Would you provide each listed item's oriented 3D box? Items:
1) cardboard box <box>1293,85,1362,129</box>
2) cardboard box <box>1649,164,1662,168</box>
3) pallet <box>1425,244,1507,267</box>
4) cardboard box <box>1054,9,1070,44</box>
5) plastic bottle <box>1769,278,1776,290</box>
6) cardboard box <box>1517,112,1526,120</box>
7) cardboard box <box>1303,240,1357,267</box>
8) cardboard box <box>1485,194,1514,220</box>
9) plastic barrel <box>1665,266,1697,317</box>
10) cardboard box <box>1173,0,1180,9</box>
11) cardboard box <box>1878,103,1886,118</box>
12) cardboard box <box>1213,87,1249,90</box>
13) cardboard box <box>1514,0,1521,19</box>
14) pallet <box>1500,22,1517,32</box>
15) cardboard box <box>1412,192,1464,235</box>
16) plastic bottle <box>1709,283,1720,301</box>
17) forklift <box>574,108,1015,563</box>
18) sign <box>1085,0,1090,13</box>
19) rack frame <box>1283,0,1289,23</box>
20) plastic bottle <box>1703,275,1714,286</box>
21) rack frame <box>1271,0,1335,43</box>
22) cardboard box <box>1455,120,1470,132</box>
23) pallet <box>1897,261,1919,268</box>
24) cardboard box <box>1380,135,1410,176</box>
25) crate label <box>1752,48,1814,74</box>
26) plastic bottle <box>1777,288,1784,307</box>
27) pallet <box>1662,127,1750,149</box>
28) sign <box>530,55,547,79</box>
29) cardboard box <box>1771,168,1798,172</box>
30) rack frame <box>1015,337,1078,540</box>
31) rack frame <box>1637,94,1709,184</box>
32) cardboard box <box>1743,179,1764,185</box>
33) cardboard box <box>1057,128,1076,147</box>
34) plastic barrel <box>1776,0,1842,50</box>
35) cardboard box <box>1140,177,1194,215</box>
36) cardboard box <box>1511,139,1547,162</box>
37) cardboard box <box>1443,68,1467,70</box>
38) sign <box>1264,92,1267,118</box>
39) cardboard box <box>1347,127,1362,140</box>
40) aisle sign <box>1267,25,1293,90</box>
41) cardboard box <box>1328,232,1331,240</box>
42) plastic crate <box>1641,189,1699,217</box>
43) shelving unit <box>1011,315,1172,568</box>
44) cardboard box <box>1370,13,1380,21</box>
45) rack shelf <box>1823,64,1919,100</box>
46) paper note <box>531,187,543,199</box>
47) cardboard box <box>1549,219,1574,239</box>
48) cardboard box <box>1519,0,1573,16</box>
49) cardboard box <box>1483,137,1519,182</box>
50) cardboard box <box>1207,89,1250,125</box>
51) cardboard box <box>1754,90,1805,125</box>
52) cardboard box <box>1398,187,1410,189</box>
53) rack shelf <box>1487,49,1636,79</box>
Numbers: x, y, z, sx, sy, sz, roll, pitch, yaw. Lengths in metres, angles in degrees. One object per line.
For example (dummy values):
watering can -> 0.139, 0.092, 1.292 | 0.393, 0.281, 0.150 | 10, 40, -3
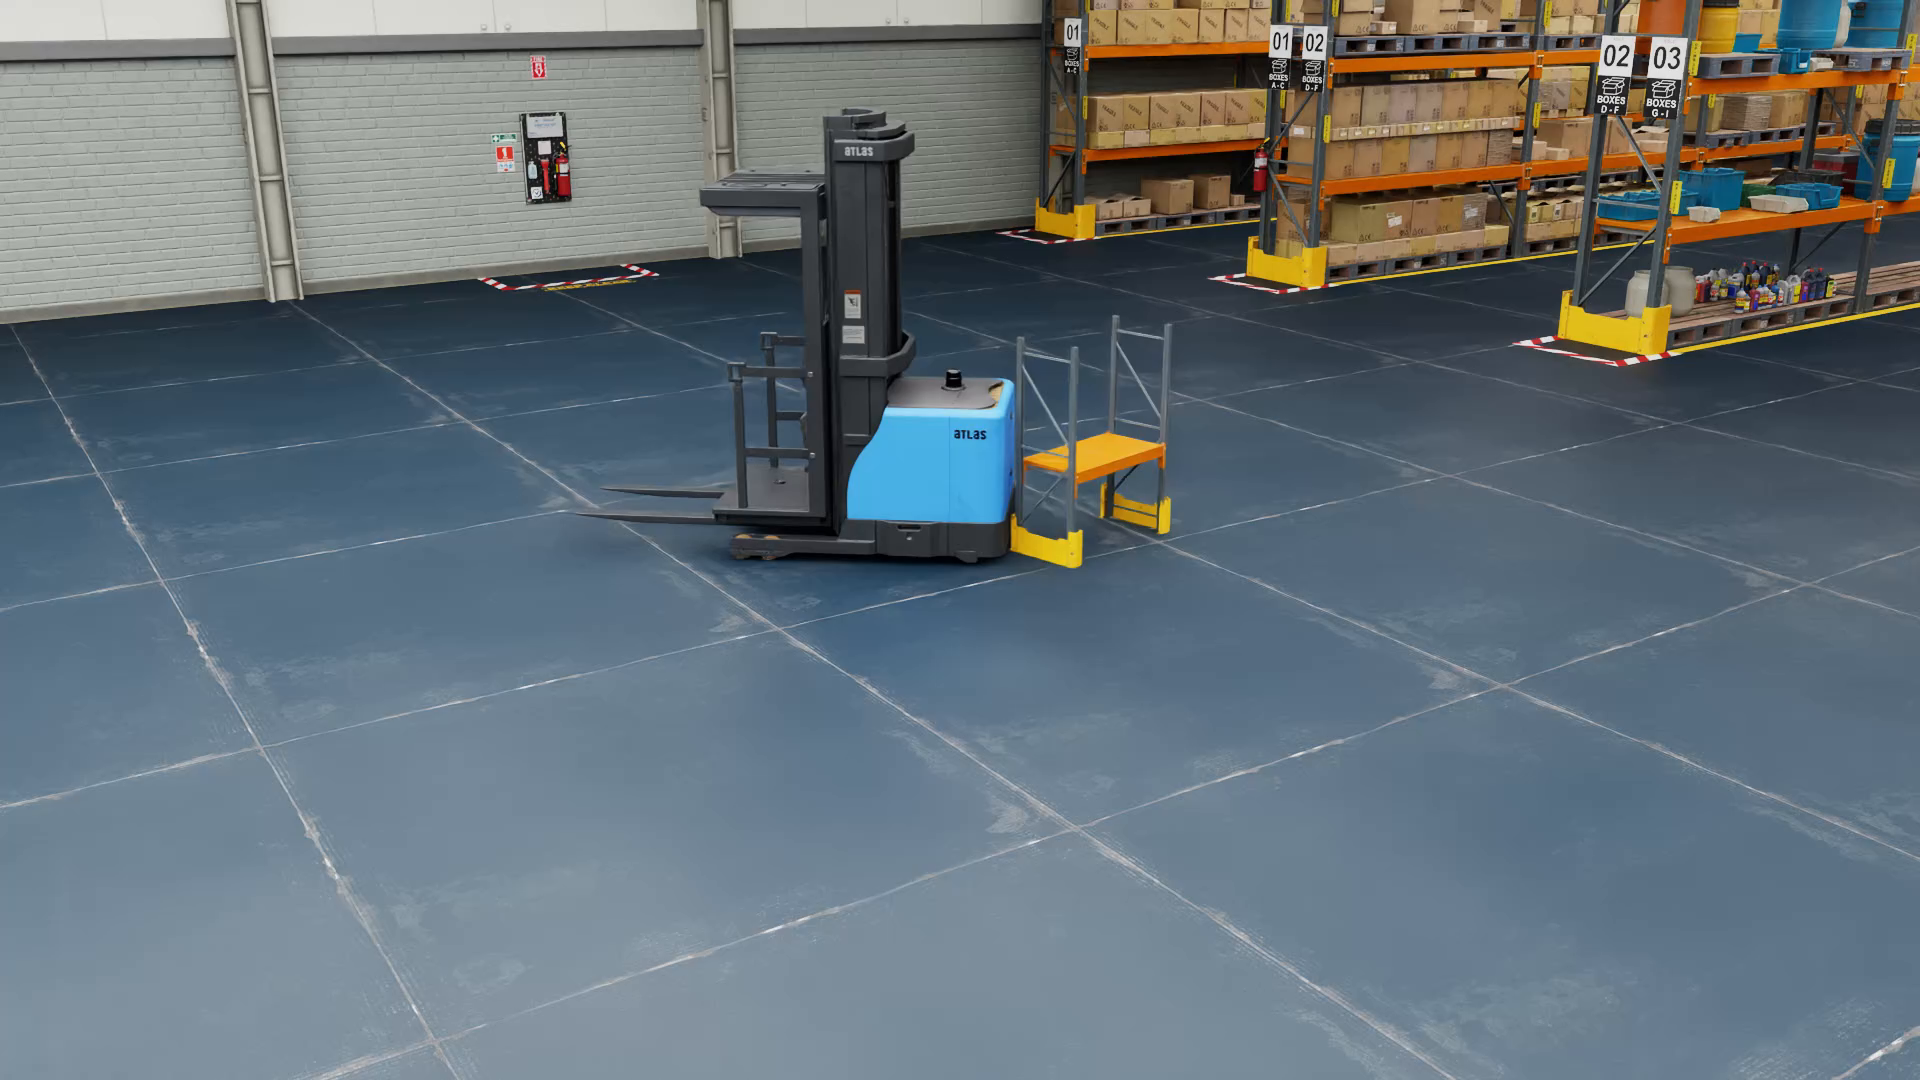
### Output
cardboard box -> 4.727, -5.590, 21.416 | 0.500, 0.500, 0.700 | -12, 22, -31
cardboard box -> 13.554, -7.671, 32.998 | 0.500, 0.500, 0.700 | -13, 22, -33
pallet -> 6.939, -4.095, 23.528 | 1.213, 0.211, 1.003 | -12, 22, -31
cardboard box -> 1.768, -7.784, 25.214 | 0.500, 0.500, 0.500 | -10, 21, -28
plastic bottle -> 9.342, -2.861, 19.077 | 0.133, 0.283, 0.061 | -12, 22, -31
cardboard box -> 10.141, -7.778, 30.429 | 0.250, 0.149, 0.380 | -11, 22, -30
cardboard box -> 4.856, -3.772, 21.855 | 0.500, 0.250, 0.500 | -12, 22, -31
cardboard box -> 7.807, -4.855, 24.184 | 0.500, 0.311, 0.500 | -12, 22, -31
plastic barrel -> 7.933, -2.760, 18.453 | 0.421, 0.512, 0.421 | 0, 19, 0
cardboard box -> 3.072, -8.529, 25.856 | 0.500, 0.500, 0.500 | -12, 22, -31
cardboard box -> 15.310, -7.109, 27.934 | 0.500, 0.500, 0.500 | -11, 22, -30
cardboard box -> 4.392, -7.136, 27.201 | 0.500, 0.500, 0.500 | -13, 22, -33
cardboard box -> 9.902, -9.643, 30.058 | 0.500, 0.500, 0.700 | -12, 22, -31
pallet -> 9.681, -9.231, 29.976 | 1.213, 0.211, 1.003 | -11, 21, -29
cardboard box -> 6.520, -4.482, 22.786 | 0.500, 0.500, 0.500 | -12, 22, -31
plastic bottle -> 8.725, -2.870, 19.232 | 0.097, 0.201, 0.097 | 0, 19, 0
forklift -> -1.153, -1.417, 11.358 | 3.031, 2.935, 1.130 | 2, 19, 6
sign -> 1.857, -7.855, 24.246 | 0.005, 0.325, 0.100 | -12, 22, -31
rack frame -> 4.899, -9.711, 26.419 | 0.127, 3.000, 1.000 | -12, 22, -31
plastic bottle -> 8.641, -2.935, 19.309 | 0.135, 0.276, 0.152 | -13, 22, -33
rack frame -> 4.286, -7.682, 20.418 | 0.127, 3.000, 1.000 | -12, 22, -31
cardboard box -> 6.667, -5.616, 22.503 | 0.250, 0.149, 0.380 | -12, 22, -32
pallet -> 13.020, -3.477, 21.700 | 1.213, 0.211, 1.003 | -12, 22, -31
cardboard box -> 5.537, -5.146, 22.127 | 0.500, 0.500, 0.700 | -12, 22, -31
crate label -> 8.752, -5.107, 17.715 | 0.408, 0.251, 0.502 | -12, 22, -31
plastic bottle -> 9.317, -2.765, 18.923 | 0.097, 0.201, 0.097 | 0, 19, 0
pallet -> 11.495, -6.297, 25.986 | 1.003, 0.211, 1.213 | -12, 22, -31
sign -> -5.490, -6.161, 21.665 | 0.199, 0.298, 0.001 | -12, 22, -31
cardboard box -> 13.770, -5.958, 27.902 | 0.500, 0.500, 0.500 | -13, 23, -34
rack frame -> 0.573, -0.586, 11.136 | 0.500, 1.500, 0.032 | 17, 25, 40
rack frame -> 10.967, -6.250, 25.547 | 0.127, 3.000, 1.000 | -12, 22, -31
cardboard box -> 12.361, -5.458, 26.422 | 0.500, 0.500, 0.500 | -12, 22, -32
cardboard box -> 1.842, -6.237, 25.714 | 0.500, 0.250, 0.500 | -12, 22, -31
plastic barrel -> 9.458, -5.930, 18.480 | 0.708, 0.901, 0.600 | -12, 22, -31
cardboard box -> 3.302, -5.503, 26.555 | 0.500, 0.500, 0.700 | -14, 23, -35
cardboard box -> 8.014, -5.572, 23.778 | 0.500, 0.250, 0.500 | -10, 21, -28
cardboard box -> 8.911, -8.366, 29.986 | 0.500, 0.250, 0.500 | -13, 22, -33
sign -> 3.999, -5.649, 21.592 | 0.005, 0.325, 0.100 | -12, 22, -31
cardboard box -> 4.951, -5.254, 21.433 | 0.250, 0.149, 0.380 | -13, 22, -33
aisle sign -> 4.070, -6.139, 21.161 | 0.004, 0.787, 0.394 | -12, 22, -31
cardboard box -> 4.982, -4.002, 22.535 | 0.500, 0.250, 0.500 | -12, 22, -31
plastic crate -> 7.806, -3.725, 18.313 | 0.408, 0.251, 0.499 | -12, 22, -31
shelving unit -> 0.926, -0.707, 11.494 | 0.587, 1.500, 1.083 | 17, 25, 40
cardboard box -> 5.103, -6.729, 21.641 | 0.500, 0.250, 0.500 | -12, 22, -31
rack shelf -> 12.018, -5.652, 20.219 | 4.000, 0.370, 1.077 | -12, 22, -31
paper note -> -5.614, -4.607, 22.065 | 0.142, 0.148, 0.016 | -12, 22, -31
cardboard box -> 8.527, -4.536, 24.115 | 0.500, 0.250, 0.500 | -11, 22, -30
cardboard box -> 8.164, -7.547, 23.109 | 0.500, 0.500, 0.500 | -12, 22, -31
cardboard box -> 9.661, -7.001, 30.472 | 0.750, 0.750, 0.750 | -12, 22, -32
cardboard box -> 4.261, -6.908, 26.525 | 0.500, 0.500, 0.500 | -12, 22, -32
cardboard box -> 13.250, -7.039, 27.069 | 0.500, 0.500, 0.700 | -8, 20, -23
cardboard box -> 7.667, -6.457, 29.378 | 0.500, 0.500, 0.700 | -12, 22, -31
rack shelf -> 9.297, -6.977, 24.140 | 4.000, 0.370, 1.077 | -12, 22, -31
